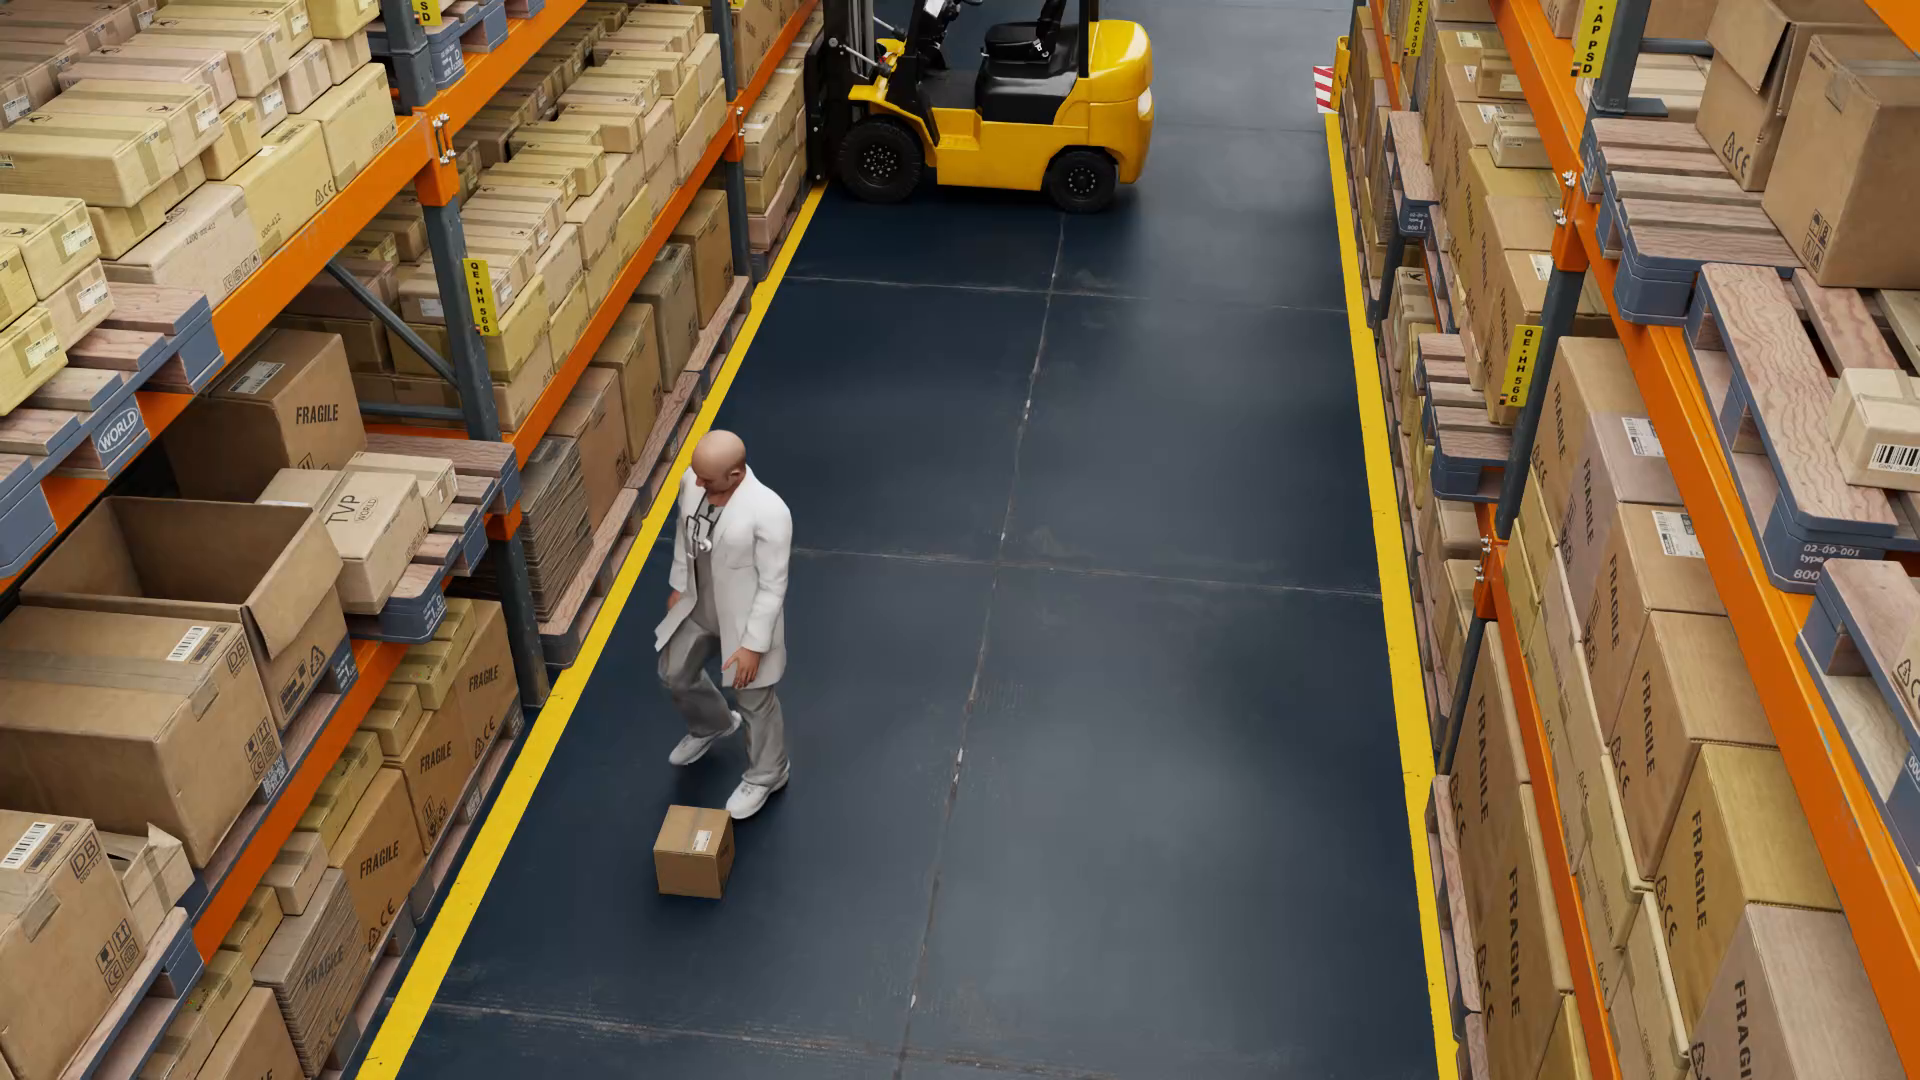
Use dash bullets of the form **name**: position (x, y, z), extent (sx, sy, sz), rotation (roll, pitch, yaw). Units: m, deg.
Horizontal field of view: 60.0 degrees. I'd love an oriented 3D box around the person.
- **person**: position (-0.963, 0.322, 6.611), extent (0.684, 1.815, 0.414), rotation (24, 42, 30)
